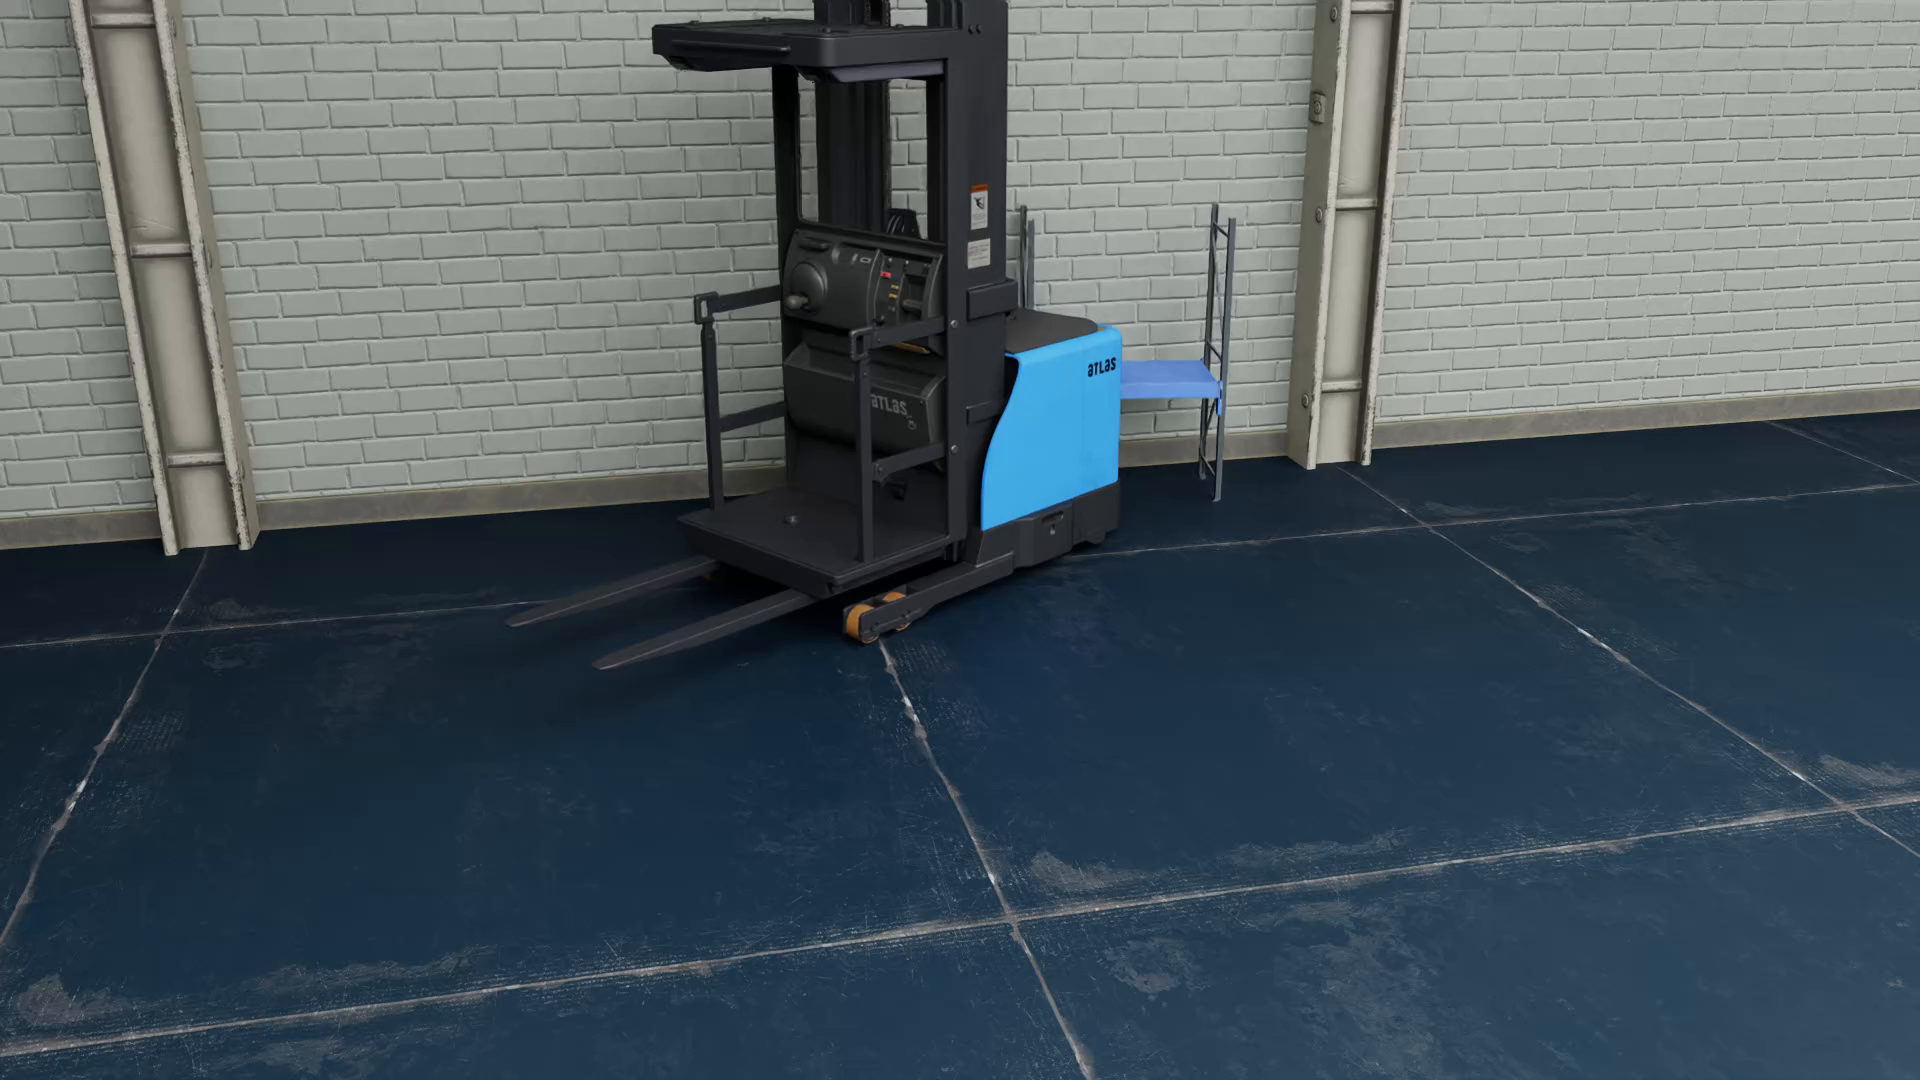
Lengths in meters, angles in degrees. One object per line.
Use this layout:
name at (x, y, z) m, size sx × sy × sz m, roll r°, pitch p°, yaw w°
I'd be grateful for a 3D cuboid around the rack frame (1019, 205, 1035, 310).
rack frame at (0.348, -0.979, 8.807) m, size 0.032 × 1.500 × 0.500 m, roll -1°, pitch 20°, yaw -3°

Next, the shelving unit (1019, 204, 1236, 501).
shelving unit at (0.856, -0.988, 8.829) m, size 1.048 × 1.500 × 0.538 m, roll -1°, pitch 20°, yaw -3°

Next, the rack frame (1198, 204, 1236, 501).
rack frame at (1.364, -0.996, 8.852) m, size 0.032 × 1.500 × 0.500 m, roll -1°, pitch 20°, yaw -3°

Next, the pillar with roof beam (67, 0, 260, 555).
pillar with roof beam at (-2.731, -2.776, 2.810) m, size 0.400 × 9.000 × 9.100 m, roll -5°, pitch 21°, yaw -12°

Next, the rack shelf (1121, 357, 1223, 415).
rack shelf at (0.856, -0.819, 8.891) m, size 1.000 × 0.185 × 0.538 m, roll -1°, pitch 20°, yaw -3°

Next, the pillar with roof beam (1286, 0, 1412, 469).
pillar with roof beam at (3.108, -3.251, 4.107) m, size 0.400 × 9.000 × 9.100 m, roll -5°, pitch 21°, yaw -12°

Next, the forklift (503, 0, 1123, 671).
forklift at (-0.577, -1.132, 7.143) m, size 1.130 × 2.935 × 3.031 m, roll 18°, pitch 27°, yaw 40°
